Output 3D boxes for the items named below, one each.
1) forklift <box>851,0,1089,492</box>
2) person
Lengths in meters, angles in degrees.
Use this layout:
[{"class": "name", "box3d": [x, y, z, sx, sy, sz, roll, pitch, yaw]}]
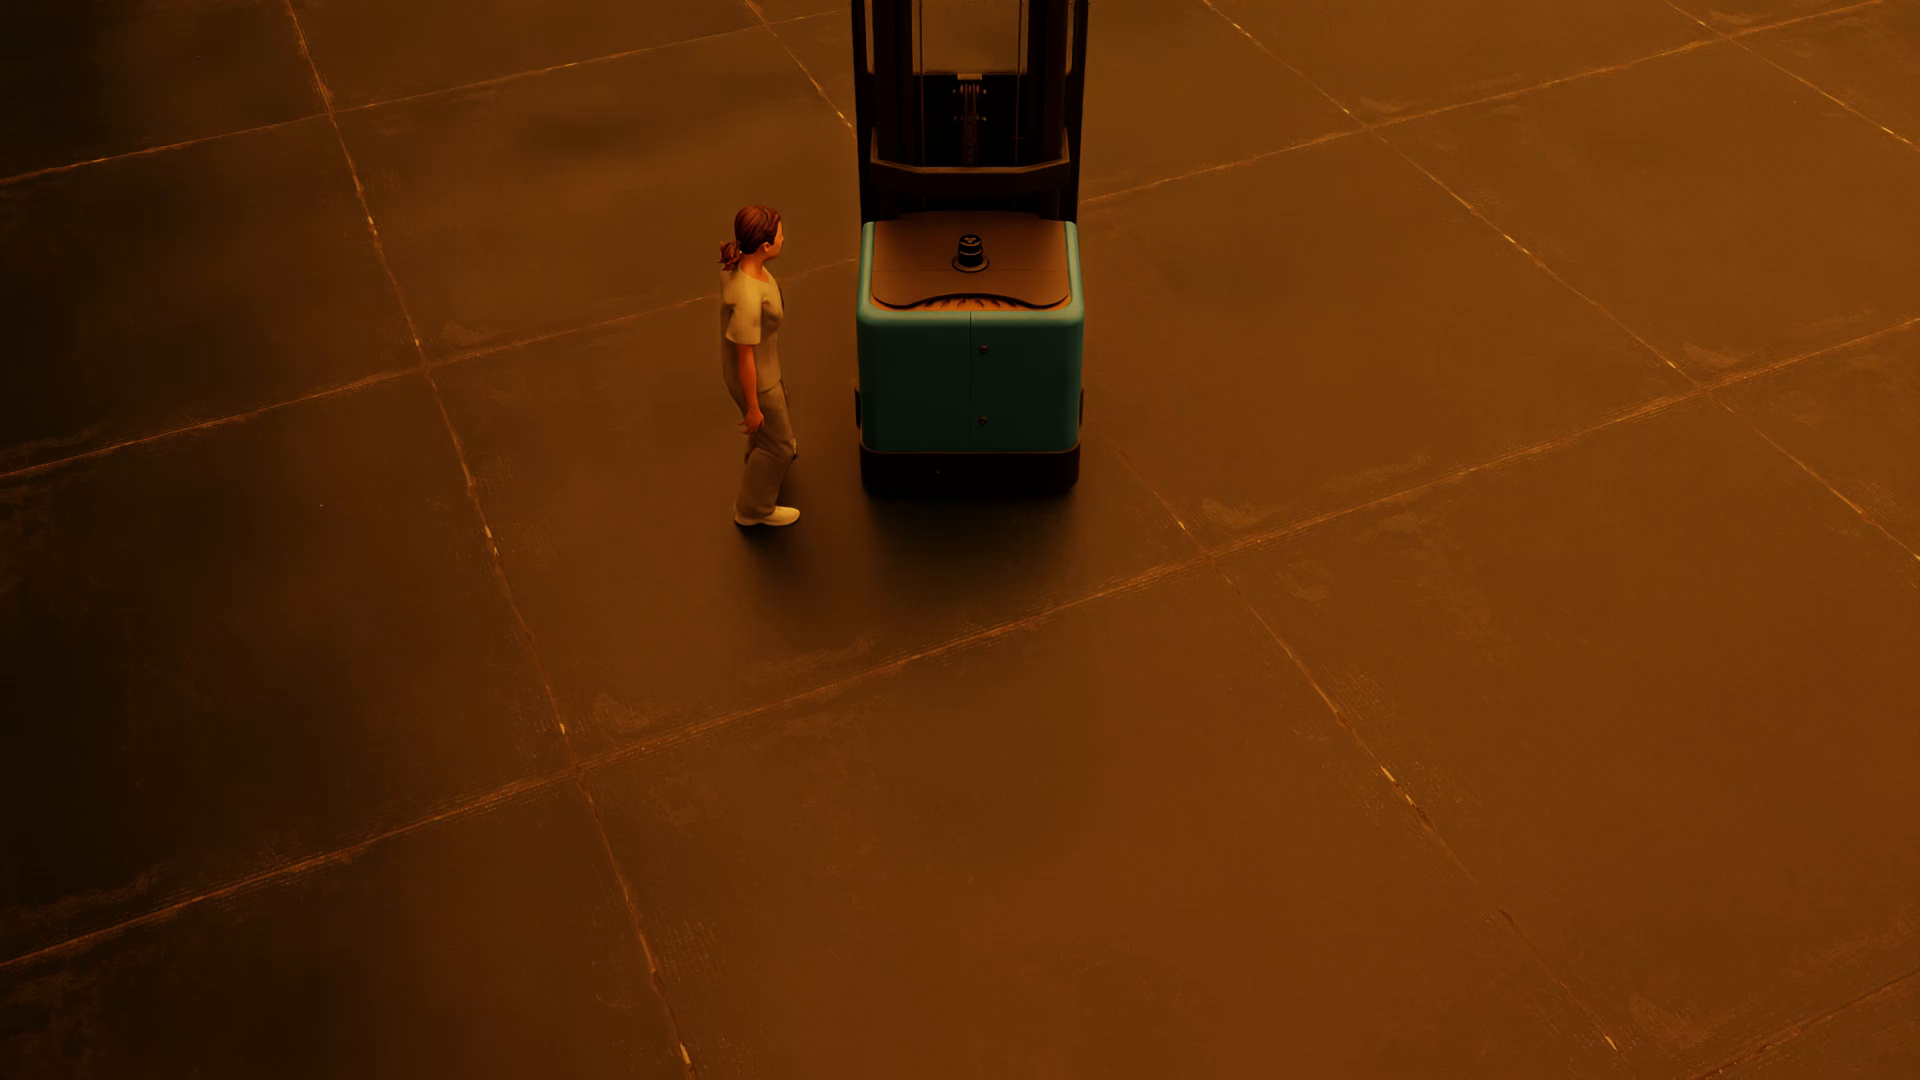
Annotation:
[{"class": "forklift", "box3d": [0.043, -2.285, 8.128, 1.130, 2.935, 3.031, 0, 43, 0]}, {"class": "person", "box3d": [-0.917, -0.789, 7.472, 0.365, 1.648, 0.759, -9, 44, -9]}]
